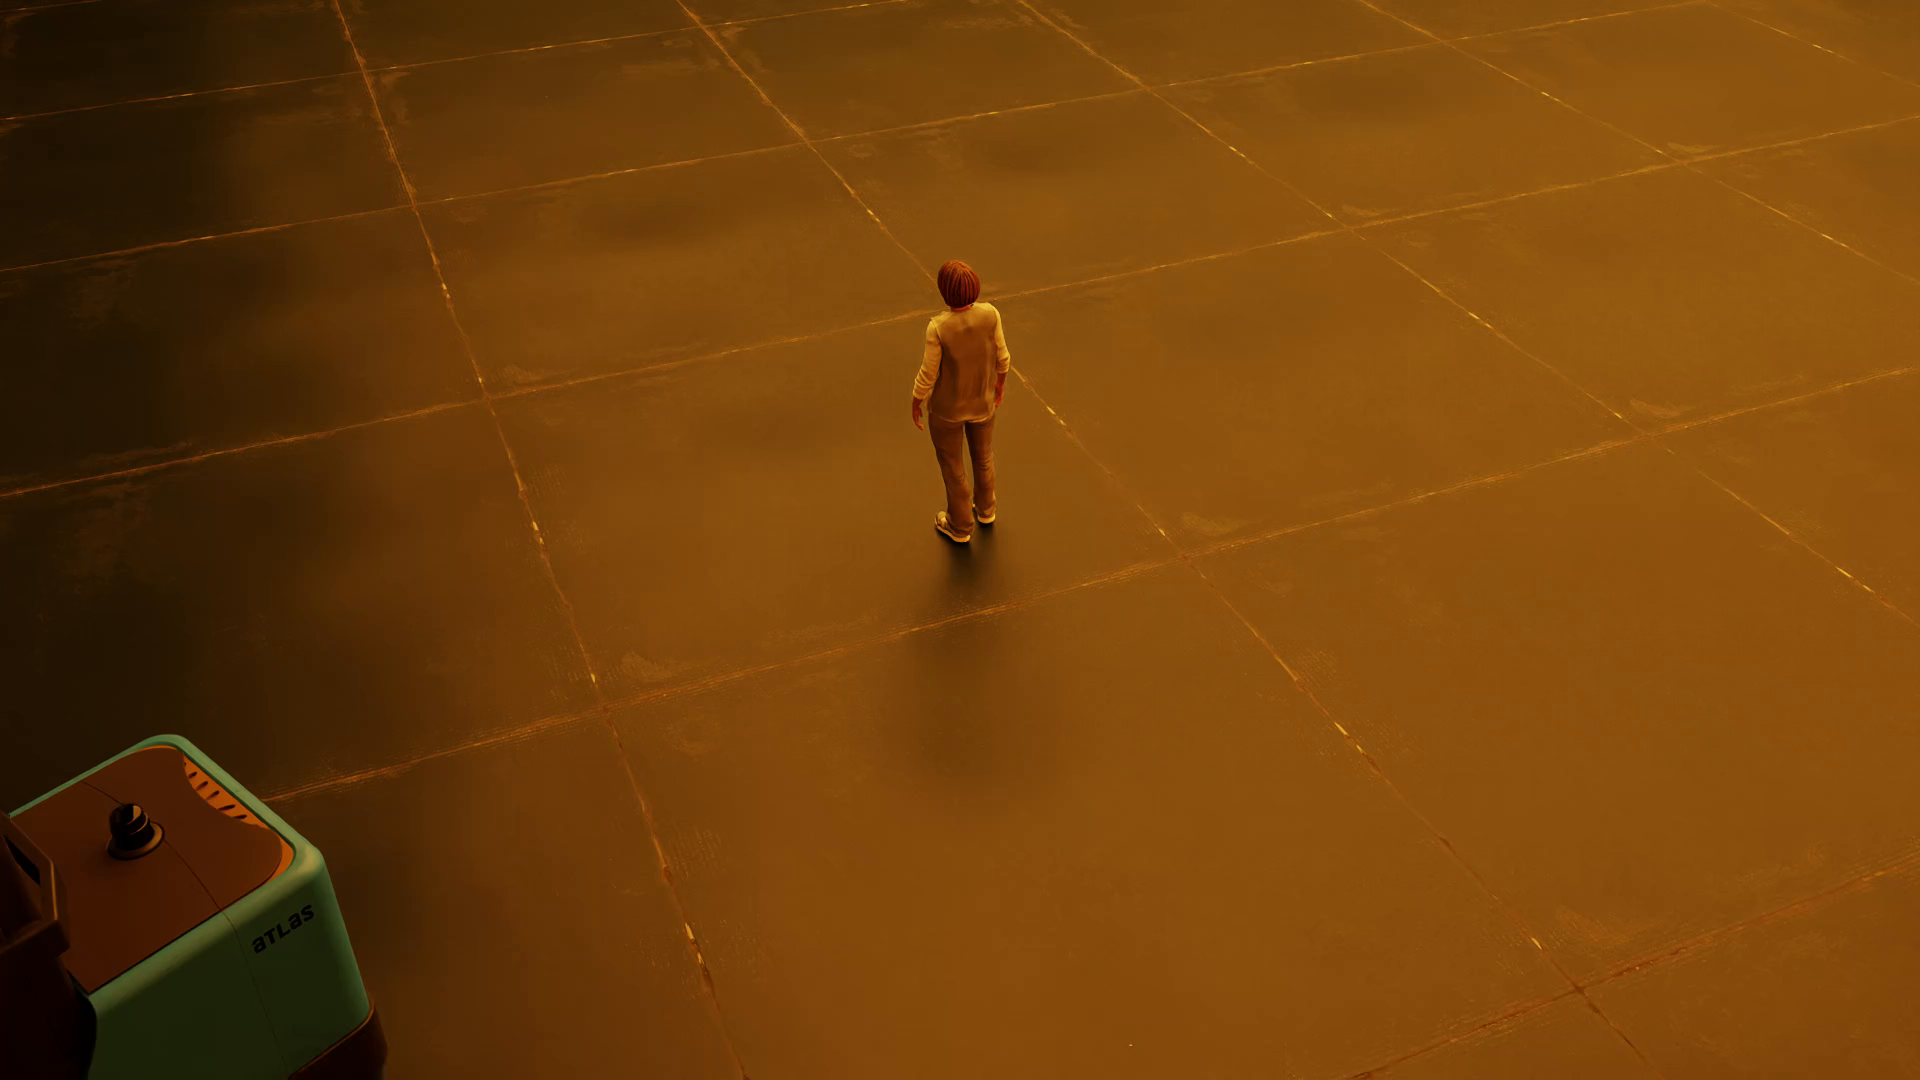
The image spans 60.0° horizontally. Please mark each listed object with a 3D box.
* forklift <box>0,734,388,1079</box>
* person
[{"bbox_3d":[-3.375,1.170,4.453,1.130,2.935,3.031,26,43,32],"label":"forklift"},{"bbox_3d":[-0.016,-0.700,8.221,0.520,1.599,0.473,-14,38,-19],"label":"person"}]
